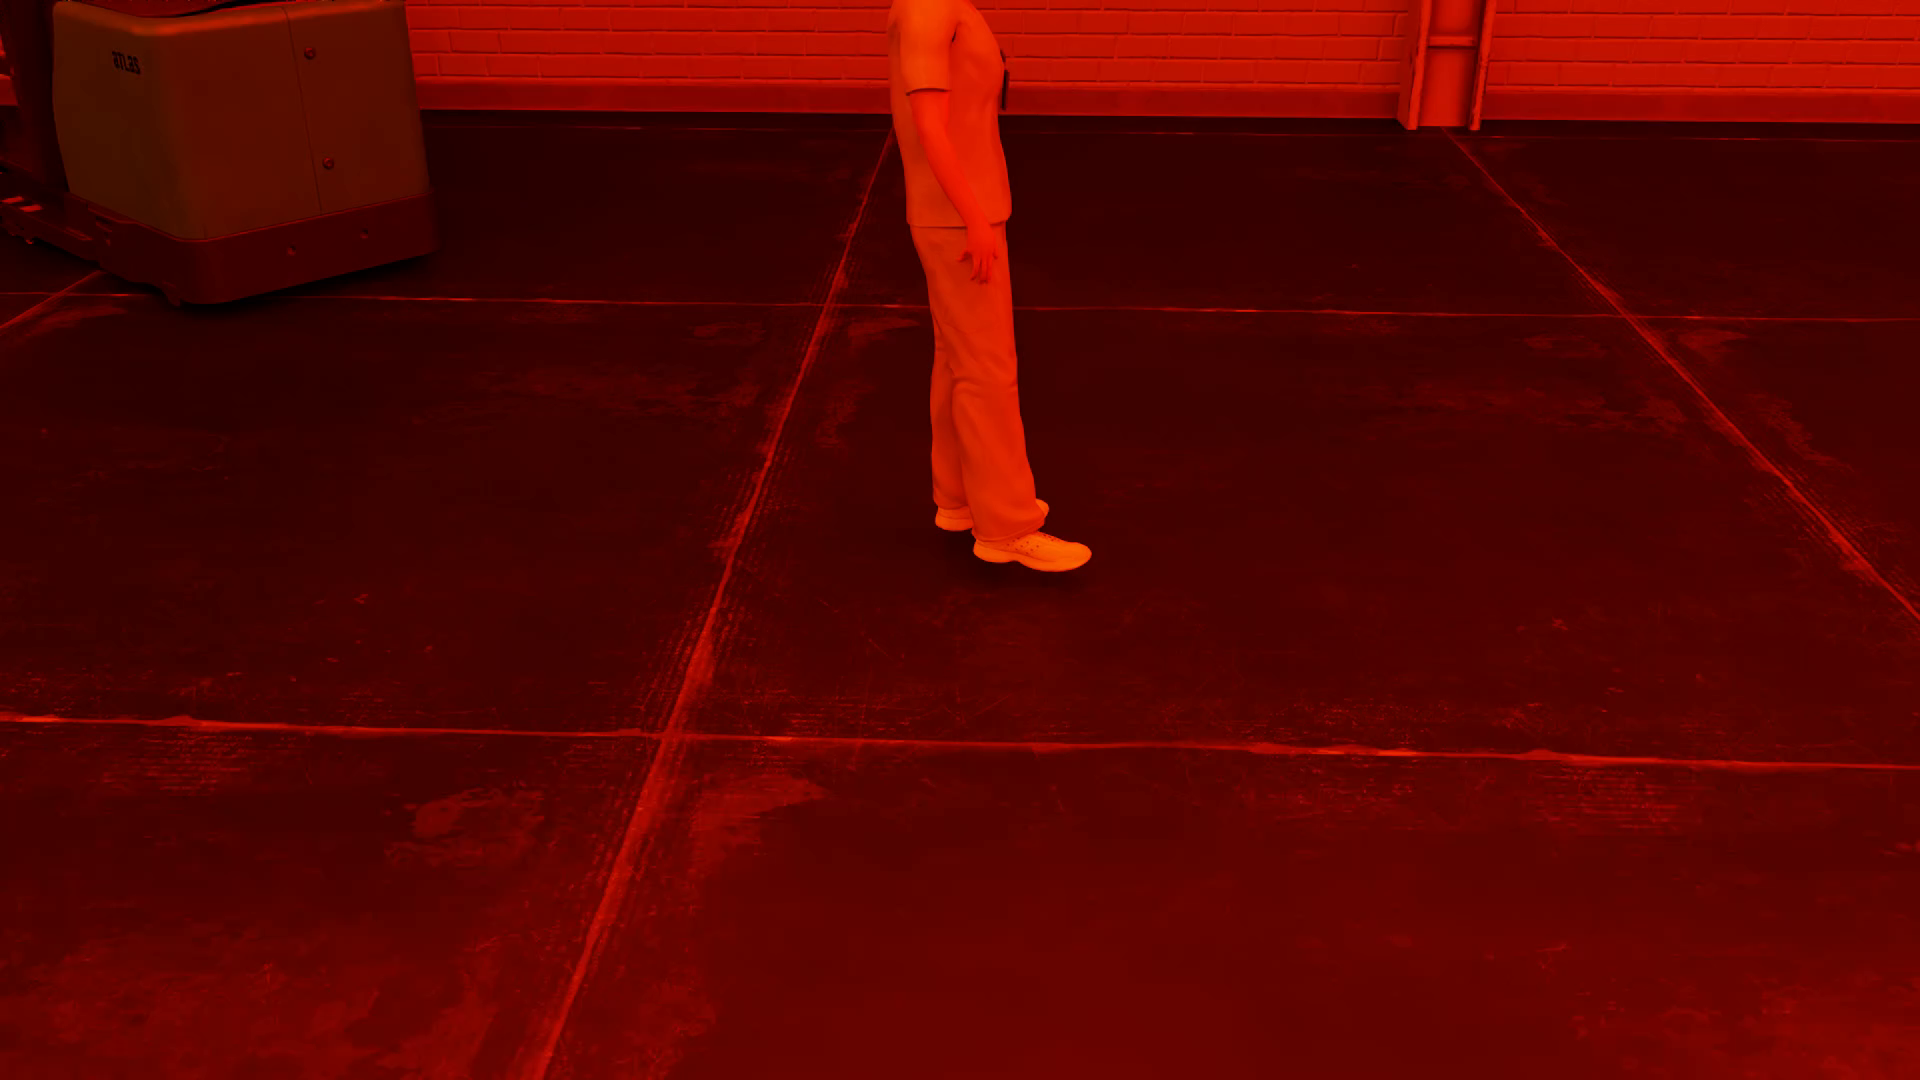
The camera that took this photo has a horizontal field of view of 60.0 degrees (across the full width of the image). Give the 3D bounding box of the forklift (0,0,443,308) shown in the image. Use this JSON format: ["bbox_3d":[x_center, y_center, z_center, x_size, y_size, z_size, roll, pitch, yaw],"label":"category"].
[{"bbox_3d":[-3.532,-2.719,6.722,3.031,2.935,1.130,22,34,37],"label":"forklift"}]

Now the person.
[{"bbox_3d":[0.072,-0.787,4.115,0.549,1.675,0.550,1,26,2],"label":"person"}]
